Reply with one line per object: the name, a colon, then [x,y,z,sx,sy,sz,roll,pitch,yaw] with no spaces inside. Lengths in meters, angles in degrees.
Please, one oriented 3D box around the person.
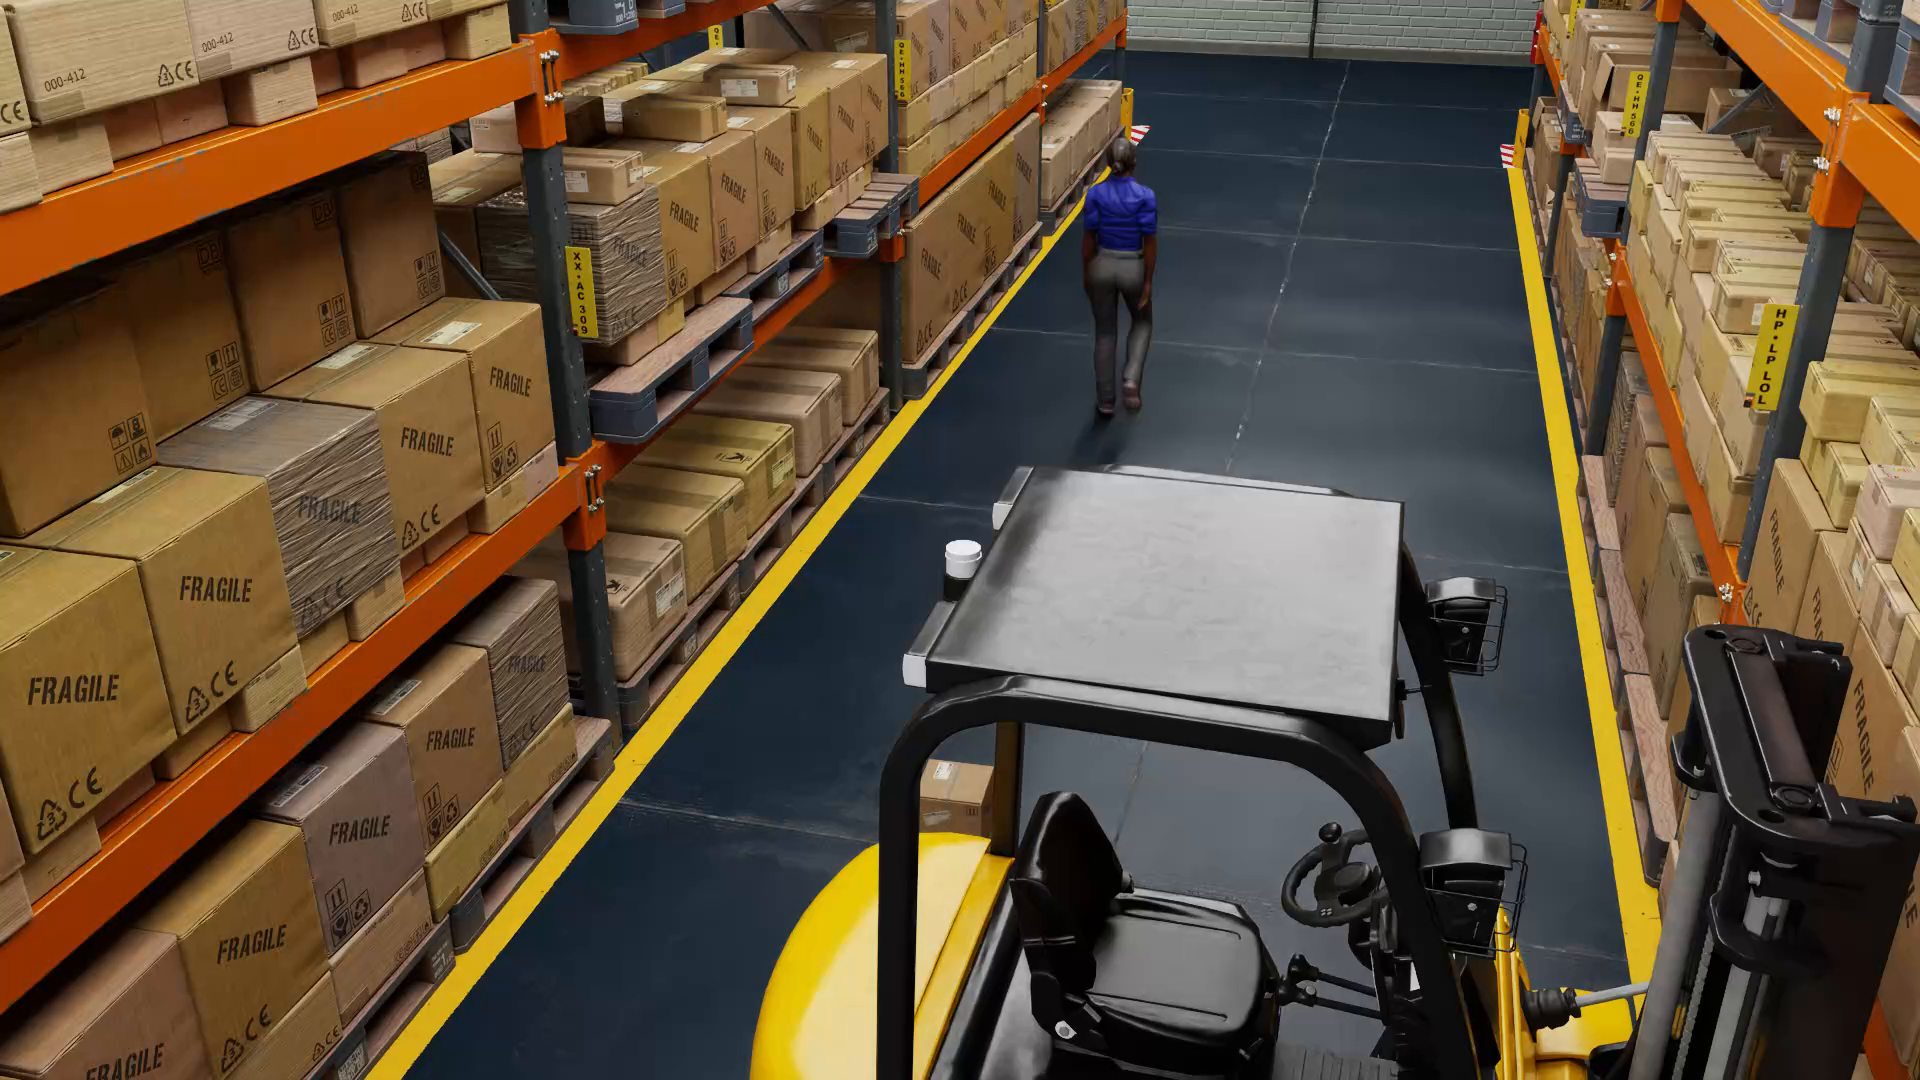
person: [0.943,-1.563,9.864,0.444,1.672,0.423,4,26,9]
